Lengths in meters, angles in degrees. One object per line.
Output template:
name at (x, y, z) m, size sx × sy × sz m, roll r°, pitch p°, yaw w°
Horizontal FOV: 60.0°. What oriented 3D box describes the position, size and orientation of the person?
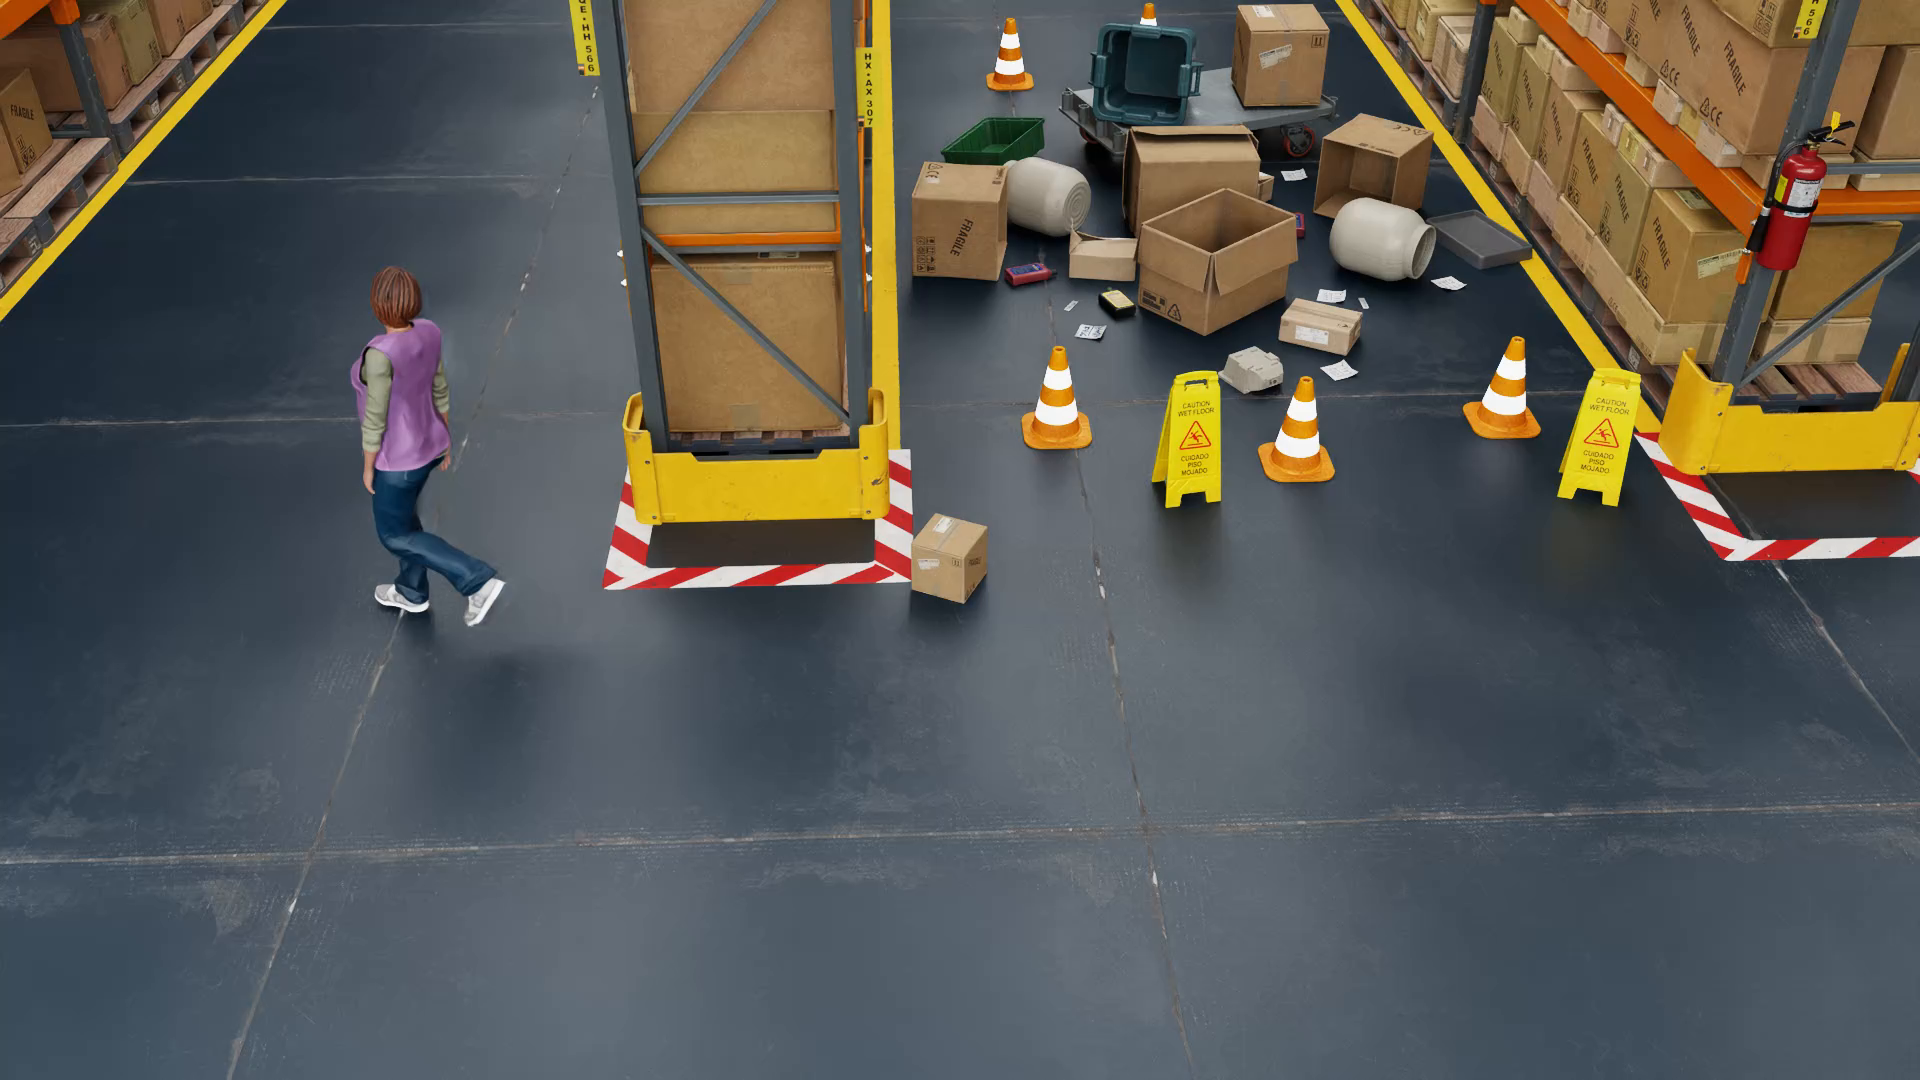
person at (-2.158, -0.340, 6.629) m, size 0.725 × 1.564 × 0.425 m, roll 12°, pitch 37°, yaw 16°
